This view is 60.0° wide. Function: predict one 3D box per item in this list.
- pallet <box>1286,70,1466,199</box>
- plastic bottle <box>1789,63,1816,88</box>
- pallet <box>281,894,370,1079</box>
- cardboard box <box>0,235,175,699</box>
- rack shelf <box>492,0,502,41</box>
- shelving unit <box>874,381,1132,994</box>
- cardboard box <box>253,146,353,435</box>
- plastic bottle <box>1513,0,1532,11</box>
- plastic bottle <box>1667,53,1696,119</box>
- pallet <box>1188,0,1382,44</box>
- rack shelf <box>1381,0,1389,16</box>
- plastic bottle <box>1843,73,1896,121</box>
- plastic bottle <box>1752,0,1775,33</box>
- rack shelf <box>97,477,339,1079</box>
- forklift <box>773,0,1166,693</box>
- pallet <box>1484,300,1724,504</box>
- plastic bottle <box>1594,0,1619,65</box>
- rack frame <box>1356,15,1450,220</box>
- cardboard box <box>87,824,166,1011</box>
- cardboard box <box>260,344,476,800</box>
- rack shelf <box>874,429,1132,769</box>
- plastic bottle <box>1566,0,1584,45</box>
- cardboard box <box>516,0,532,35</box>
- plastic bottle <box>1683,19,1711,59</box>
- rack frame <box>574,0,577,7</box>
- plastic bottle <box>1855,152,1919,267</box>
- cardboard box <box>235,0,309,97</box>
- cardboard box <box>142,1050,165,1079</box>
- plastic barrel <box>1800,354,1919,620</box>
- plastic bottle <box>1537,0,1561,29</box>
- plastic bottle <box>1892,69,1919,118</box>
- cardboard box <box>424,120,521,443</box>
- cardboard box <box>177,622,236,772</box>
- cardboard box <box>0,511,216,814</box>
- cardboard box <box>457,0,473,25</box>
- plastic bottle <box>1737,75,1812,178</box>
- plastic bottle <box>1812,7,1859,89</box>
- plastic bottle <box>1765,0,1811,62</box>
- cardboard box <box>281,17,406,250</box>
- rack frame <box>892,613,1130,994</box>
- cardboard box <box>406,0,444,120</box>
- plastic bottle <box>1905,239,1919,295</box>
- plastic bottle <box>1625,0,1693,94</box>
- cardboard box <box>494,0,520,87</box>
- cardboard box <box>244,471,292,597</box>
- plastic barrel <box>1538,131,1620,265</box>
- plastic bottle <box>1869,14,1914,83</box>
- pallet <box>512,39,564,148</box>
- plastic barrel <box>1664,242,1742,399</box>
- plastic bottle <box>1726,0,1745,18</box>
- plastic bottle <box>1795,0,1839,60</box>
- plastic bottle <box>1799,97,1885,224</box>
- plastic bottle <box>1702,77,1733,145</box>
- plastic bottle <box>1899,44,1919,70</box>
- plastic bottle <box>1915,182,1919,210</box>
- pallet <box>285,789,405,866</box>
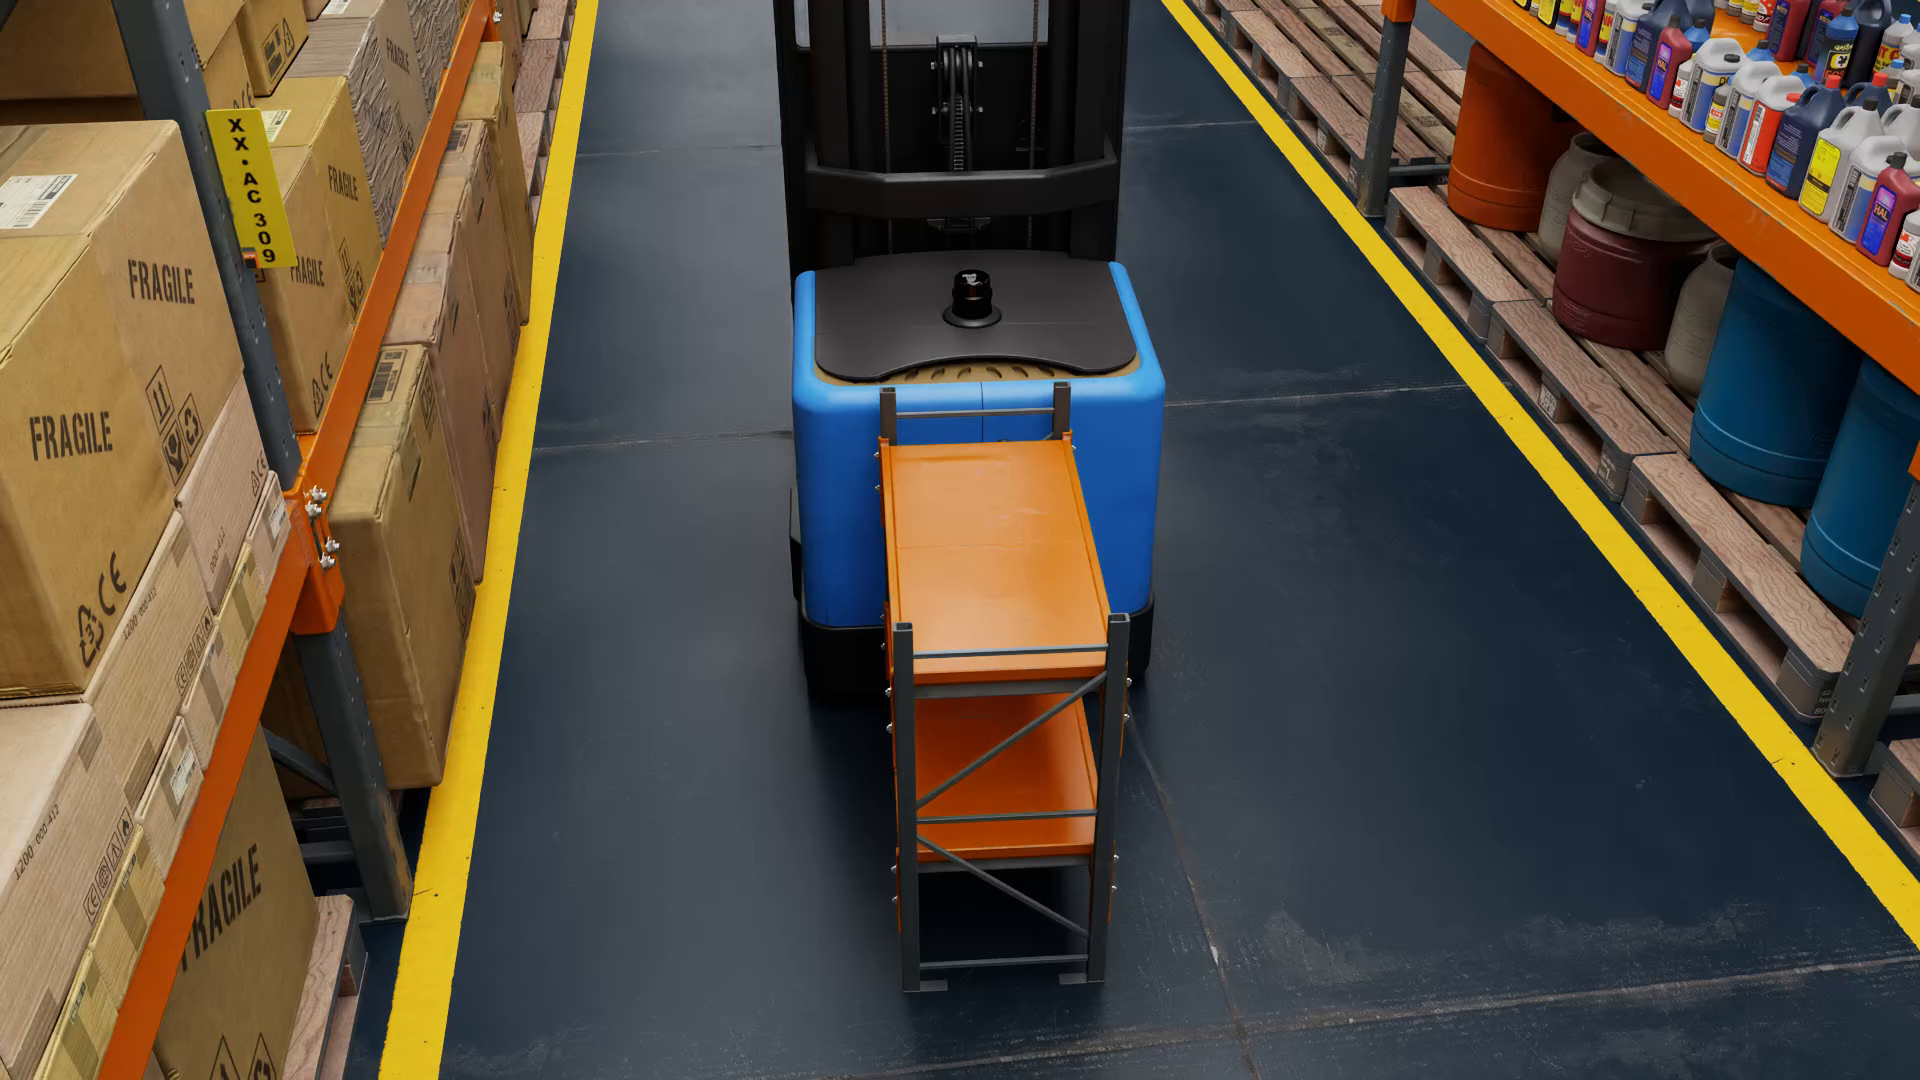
[{"bbox_3d":[2.373,-2.140,8.703,1.003,0.211,1.213,-4,35,-6],"label":"pallet"},{"bbox_3d":[2.589,-1.347,5.178,0.097,0.271,0.097,0,34,0],"label":"plastic bottle"},{"bbox_3d":[-1.907,1.333,3.607,1.003,0.211,1.213,-4,35,-6],"label":"pallet"},{"bbox_3d":[-1.541,-0.104,2.443,0.500,0.500,0.500,-4,34,-6],"label":"cardboard box"},{"bbox_3d":[-2.738,-3.301,8.568,1.077,0.370,4.000,-4,35,-6],"label":"rack shelf"},{"bbox_3d":[0.074,0.352,4.235,0.538,1.125,1.048,-2,34,-3],"label":"shelving unit"},{"bbox_3d":[-1.746,-0.567,3.829,0.500,0.500,0.500,-4,35,-6],"label":"cardboard box"},{"bbox_3d":[2.212,-2.206,6.428,0.061,0.283,0.133,-4,35,-6],"label":"plastic bottle"},{"bbox_3d":[2.394,-1.491,5.450,0.097,0.201,0.097,0,34,0],"label":"plastic bottle"},{"bbox_3d":[2.045,-3.501,10.700,1.003,0.211,1.213,-4,35,-6],"label":"pallet"},{"bbox_3d":[2.170,-3.676,9.119,1.077,0.370,4.000,-4,35,-6],"label":"rack shelf"},{"bbox_3d":[2.647,-1.207,4.901,0.144,0.351,0.185,-4,35,-6],"label":"plastic bottle"},{"bbox_3d":[3.036,-2.007,6.207,0.097,0.201,0.097,0,34,0],"label":"plastic bottle"},{"bbox_3d":[-1.662,1.164,2.018,1.077,0.370,4.000,-4,35,-6],"label":"rack shelf"},{"bbox_3d":[-0.043,-1.562,5.439,1.130,2.935,3.031,-2,34,-3],"label":"forklift"},{"bbox_3d":[2.747,-0.588,6.426,1.003,0.211,1.213,-4,35,-6],"label":"pallet"},{"bbox_3d":[2.320,-1.826,5.881,0.097,0.271,0.097,0,34,0],"label":"plastic bottle"},{"bbox_3d":[2.439,-2.857,7.279,1.000,3.000,0.127,-4,35,-6],"label":"rack frame"},{"bbox_3d":[-1.427,0.574,2.468,0.380,0.149,0.250,-4,34,-5],"label":"cardboard box"},{"bbox_3d":[-2.037,0.099,4.455,1.225,0.875,0.875,-4,35,-6],"label":"cardboard box"},{"bbox_3d":[0.074,0.110,4.070,0.538,0.278,1.000,-2,34,-3],"label":"rack shelf"},{"bbox_3d":[2.289,-1.955,6.070,0.097,0.271,0.097,0,34,0],"label":"plastic bottle"},{"bbox_3d":[-2.901,-3.251,9.686,0.700,0.500,0.500,-5,35,-7],"label":"cardboard box"},{"bbox_3d":[2.437,-1.599,5.546,0.097,0.271,0.097,0,34,0],"label":"plastic bottle"},{"bbox_3d":[-3.007,-4.714,10.004,1.000,3.000,0.127,-4,35,-6],"label":"rack frame"},{"bbox_3d":[2.527,-0.898,4.507,0.061,0.283,0.133,-4,35,-6],"label":"plastic bottle"},{"bbox_3d":[-2.106,-1.445,4.227,0.797,0.503,0.637,-4,34,-6],"label":"cardboard box"},{"bbox_3d":[-1.801,1.331,2.647,0.875,0.875,0.875,-4,35,-6],"label":"cardboard box"},{"bbox_3d":[2.920,-0.236,4.923,0.600,0.901,0.708,-4,35,-6],"label":"plastic barrel"},{"bbox_3d":[2.243,-2.078,6.239,0.061,0.283,0.133,-4,35,-6],"label":"plastic bottle"},{"bbox_3d":[3.017,-1.366,5.201,0.152,0.276,0.135,-4,35,-6],"label":"plastic bottle"},{"bbox_3d":[-2.285,-0.893,5.910,1.225,0.875,0.875,-4,35,-6],"label":"cardboard box"},{"bbox_3d":[-1.497,0.286,2.889,0.380,0.149,0.250,-5,35,-7],"label":"cardboard box"},{"bbox_3d":[-1.540,0.205,2.655,0.500,0.250,0.500,-3,34,-5],"label":"cardboard box"},{"bbox_3d":[-2.157,-2.266,6.323,0.500,0.500,0.500,-3,34,-5],"label":"cardboard box"},{"bbox_3d":[2.486,-1.254,5.037,0.152,0.276,0.135,-4,35,-6],"label":"plastic bottle"},{"bbox_3d":[2.979,-1.669,5.650,0.097,0.271,0.097,0,34,0],"label":"plastic bottle"},{"bbox_3d":[2.951,-1.863,5.924,0.061,0.283,0.133,-4,35,-6],"label":"plastic bottle"},{"bbox_3d":[-1.881,-1.126,4.650,0.500,0.500,0.500,-5,35,-7],"label":"cardboard box"},{"bbox_3d":[0.108,0.637,3.816,0.500,1.125,0.032,-2,34,-3],"label":"rack frame"},{"bbox_3d":[-2.023,-1.698,5.490,0.500,0.500,0.500,-5,35,-8],"label":"cardboard box"},{"bbox_3d":[2.603,-0.769,4.325,0.152,0.276,0.135,-4,35,-6],"label":"plastic bottle"},{"bbox_3d":[2.381,-1.707,5.635,0.144,0.351,0.185,-4,35,-6],"label":"plastic bottle"},{"bbox_3d":[-2.750,-2.627,8.771,0.700,0.500,0.500,-2,34,-2],"label":"cardboard box"},{"bbox_3d":[-1.566,0.000,3.310,0.380,0.149,0.250,-4,34,-6],"label":"cardboard box"},{"bbox_3d":[2.686,-1.422,7.010,0.421,0.512,0.421,0,34,0],"label":"plastic barrel"},{"bbox_3d":[3.135,-1.626,5.587,0.097,0.271,0.097,0,34,0],"label":"plastic bottle"},{"bbox_3d":[-2.734,-2.445,9.150,1.003,0.211,1.213,-4,35,-6],"label":"pallet"},{"bbox_3d":[2.838,-0.792,6.085,0.421,0.512,0.421,0,34,0],"label":"plastic barrel"},{"bbox_3d":[3.010,-2.115,6.367,0.097,0.201,0.097,0,34,0],"label":"plastic bottle"},{"bbox_3d":[3.050,-1.913,5.938,0.144,0.351,0.185,-4,35,-6],"label":"plastic bottle"},{"bbox_3d":[2.529,-1.093,4.733,0.144,0.351,0.185,-4,35,-6],"label":"plastic bottle"},{"bbox_3d":[2.425,-1.361,5.260,0.097,0.201,0.097,0,34,0],"label":"plastic bottle"},{"bbox_3d":[3.136,-1.507,5.408,0.152,0.276,0.135,-4,35,-6],"label":"plastic bottle"},{"bbox_3d":[2.603,-0.880,4.554,0.097,0.201,0.097,0,34,0],"label":"plastic bottle"},{"bbox_3d":[-2.110,0.478,4.861,1.003,0.211,1.213,-4,35,-6],"label":"pallet"}]
